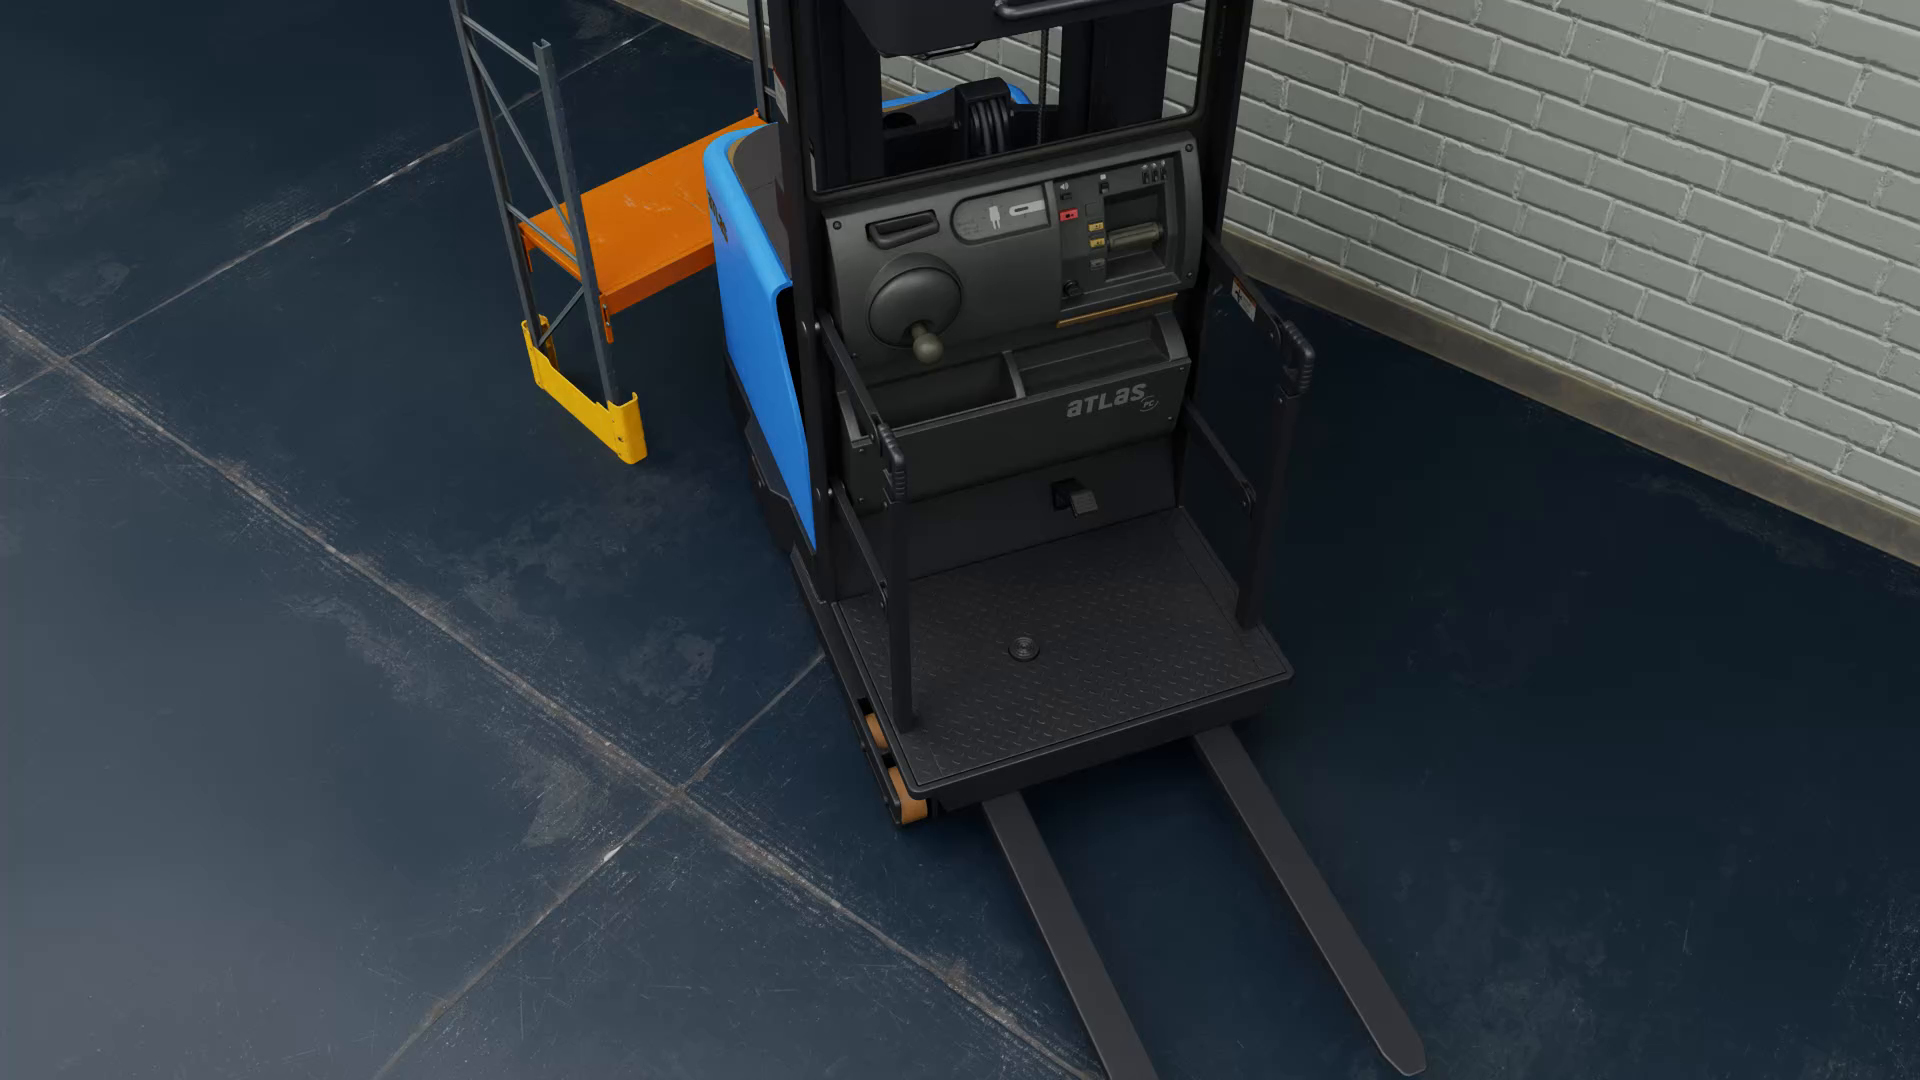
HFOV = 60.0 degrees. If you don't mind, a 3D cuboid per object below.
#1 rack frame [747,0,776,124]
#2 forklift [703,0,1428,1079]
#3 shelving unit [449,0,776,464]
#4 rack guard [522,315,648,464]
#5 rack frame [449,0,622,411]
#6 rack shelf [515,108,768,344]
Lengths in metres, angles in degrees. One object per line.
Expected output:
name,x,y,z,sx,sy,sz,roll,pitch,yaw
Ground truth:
rack frame,-0.521,-1.426,5.574,0.032,1.500,0.500,-34,55,-28
forklift,0.220,-0.591,3.788,1.130,2.935,3.031,-15,48,-14
shelving unit,-0.889,-1.182,5.342,1.083,1.500,0.587,-34,55,-28
rack guard,-1.256,-0.507,5.561,0.087,0.250,0.587,-34,55,-28
rack frame,-1.271,-0.929,5.100,0.032,1.500,0.500,-34,55,-28
rack shelf,-0.896,-1.053,5.467,1.000,0.185,0.538,-34,55,-28
